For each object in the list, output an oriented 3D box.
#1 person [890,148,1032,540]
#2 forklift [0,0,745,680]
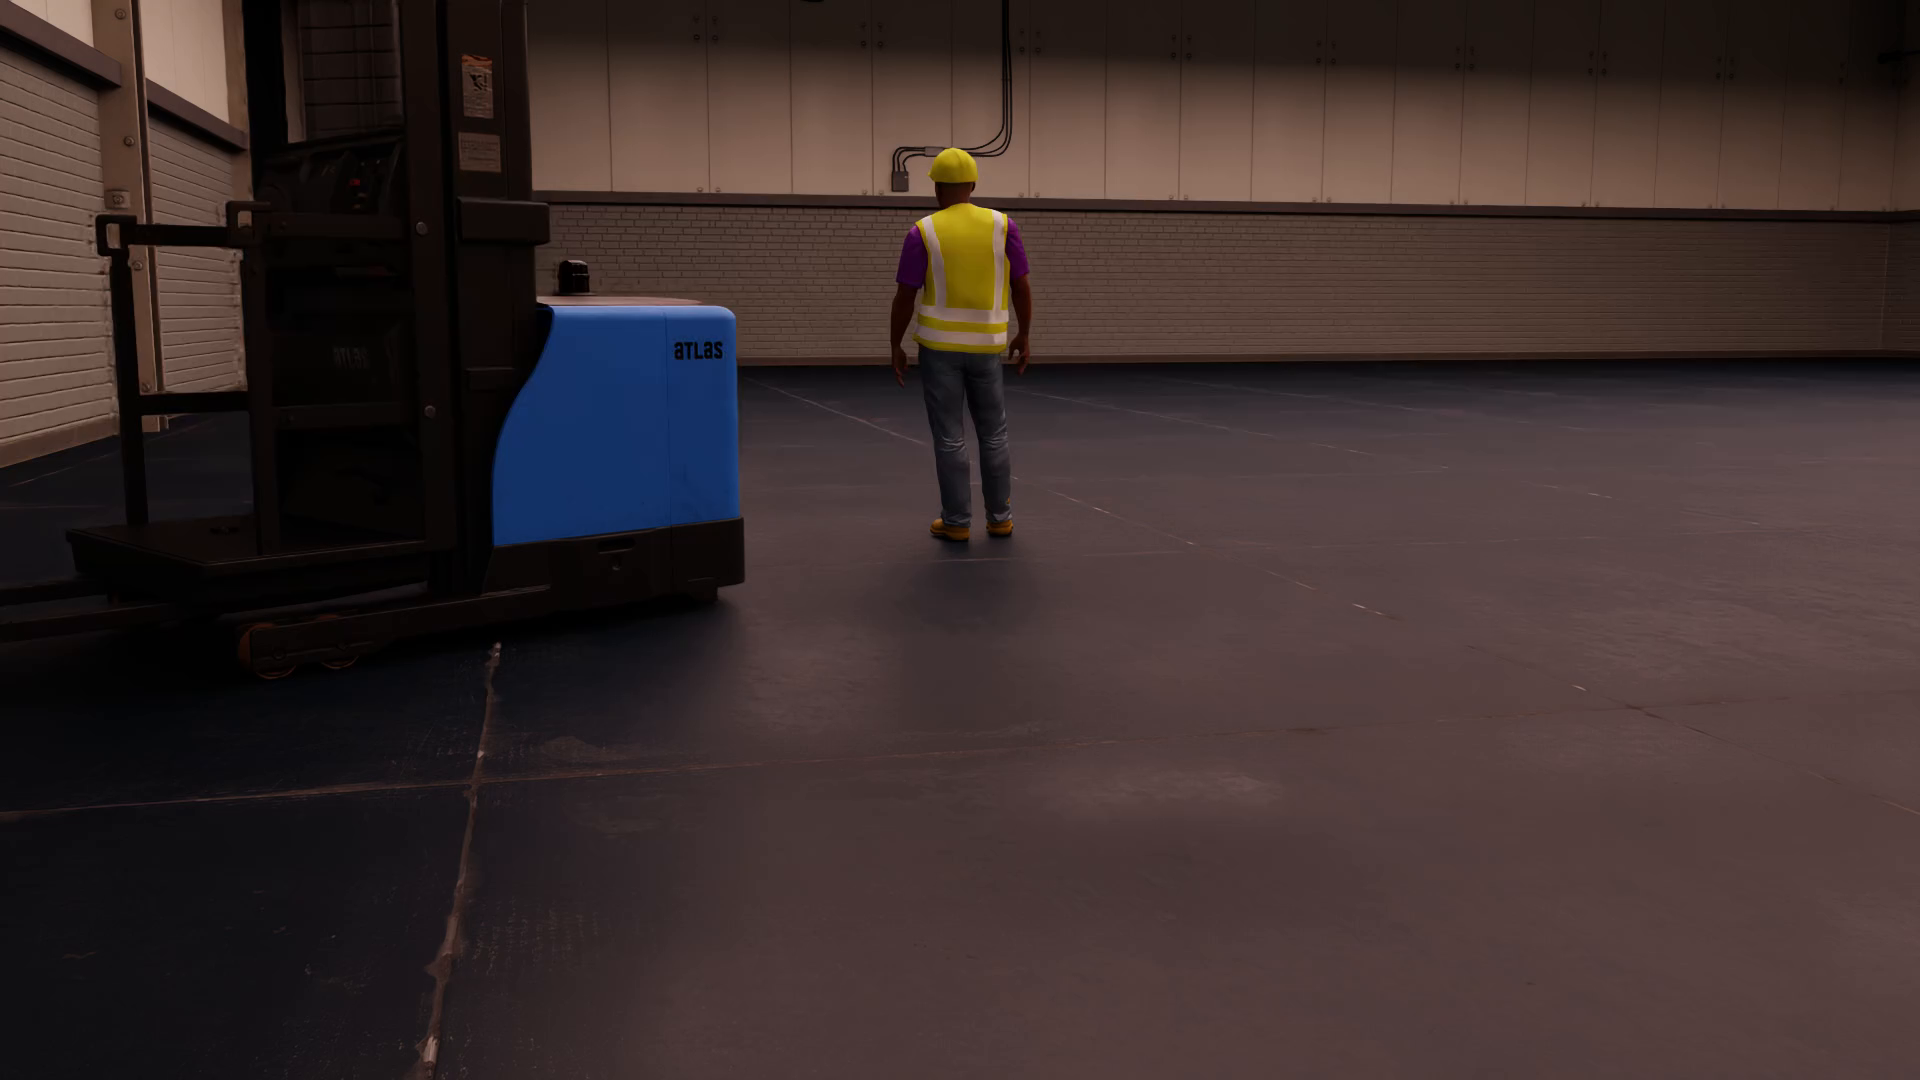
[{"bbox_3d":[-0.010,-0.891,7.652,0.665,1.766,0.576,-2,8,-13],"label":"person"},{"bbox_3d":[-2.171,-1.126,5.181,1.130,2.935,3.031,8,11,43],"label":"forklift"}]
